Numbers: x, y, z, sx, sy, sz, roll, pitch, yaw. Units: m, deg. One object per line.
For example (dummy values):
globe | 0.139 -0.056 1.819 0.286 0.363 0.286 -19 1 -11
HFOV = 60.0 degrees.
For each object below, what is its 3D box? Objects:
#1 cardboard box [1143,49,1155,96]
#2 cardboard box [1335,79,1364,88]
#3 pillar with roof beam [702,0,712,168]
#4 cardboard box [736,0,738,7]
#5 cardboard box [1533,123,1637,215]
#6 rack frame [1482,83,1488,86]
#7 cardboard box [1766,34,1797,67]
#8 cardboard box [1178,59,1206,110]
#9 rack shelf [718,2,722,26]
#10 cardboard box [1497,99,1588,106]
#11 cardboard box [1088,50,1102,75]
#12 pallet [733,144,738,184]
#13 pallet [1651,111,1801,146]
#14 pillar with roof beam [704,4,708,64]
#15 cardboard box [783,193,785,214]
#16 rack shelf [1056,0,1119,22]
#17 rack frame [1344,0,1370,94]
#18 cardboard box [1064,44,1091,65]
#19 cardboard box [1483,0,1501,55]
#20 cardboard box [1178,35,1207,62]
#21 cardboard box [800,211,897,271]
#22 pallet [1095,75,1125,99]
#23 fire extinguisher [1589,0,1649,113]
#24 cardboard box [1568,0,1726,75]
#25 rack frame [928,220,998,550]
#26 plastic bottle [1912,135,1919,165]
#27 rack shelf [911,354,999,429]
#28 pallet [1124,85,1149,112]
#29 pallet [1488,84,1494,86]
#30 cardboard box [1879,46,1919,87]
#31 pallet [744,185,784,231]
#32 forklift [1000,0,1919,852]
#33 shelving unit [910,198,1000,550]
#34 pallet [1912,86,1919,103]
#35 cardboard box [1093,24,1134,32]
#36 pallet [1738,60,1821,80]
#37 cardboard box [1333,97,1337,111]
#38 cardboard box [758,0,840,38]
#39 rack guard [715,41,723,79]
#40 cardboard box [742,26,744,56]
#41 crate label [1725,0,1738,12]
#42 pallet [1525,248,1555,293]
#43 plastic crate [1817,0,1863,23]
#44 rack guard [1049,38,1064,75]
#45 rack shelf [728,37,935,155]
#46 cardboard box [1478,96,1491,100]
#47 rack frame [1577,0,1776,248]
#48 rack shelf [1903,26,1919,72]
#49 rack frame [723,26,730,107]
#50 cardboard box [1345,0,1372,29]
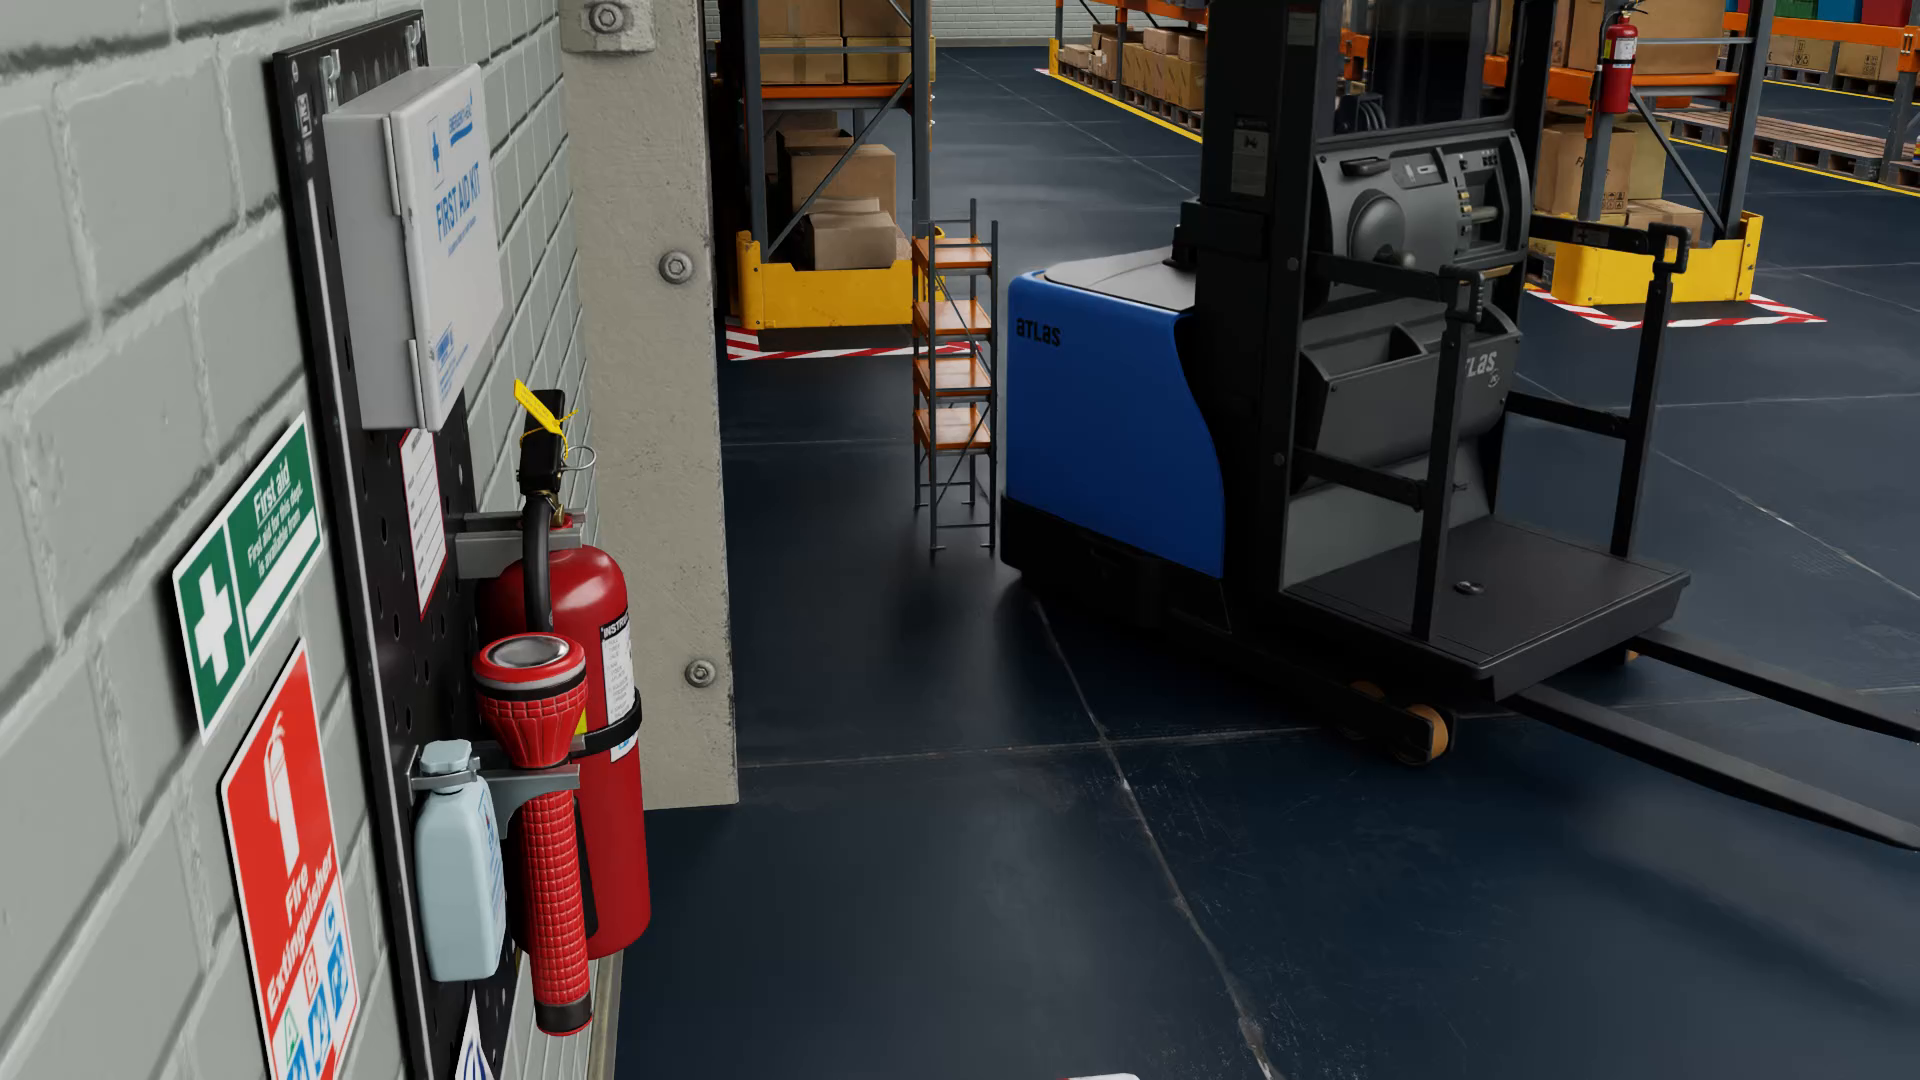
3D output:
cardboard box | 2.482 -5.558 19.753 0.500 0.500 0.500 -3 21 -7
cardboard box | 3.618 -4.149 15.567 0.500 0.311 0.500 -2 21 -6
pillar with roof beam | 1.767 -7.958 14.661 9.100 9.000 0.400 -3 21 -8
cardboard box | -1.386 -4.156 12.171 0.500 0.500 0.500 -3 21 -9
cardboard box | 3.859 -2.336 10.441 0.500 0.500 0.500 -3 21 -8
rack frame | 7.403 -7.309 21.497 1.000 3.000 0.127 -3 21 -8
cardboard box | 12.158 -7.304 23.921 0.875 0.875 0.875 -3 21 -8
cardboard box | 2.710 -5.022 18.319 0.500 0.500 0.500 -2 21 -6
rack shelf | -2.689 -7.164 22.139 1.077 0.370 4.000 -3 21 -8
cardboard box | 4.160 -2.882 11.902 0.500 0.500 0.500 -3 21 -8
cardboard box | 2.030 -6.449 22.410 0.500 0.311 0.500 -3 21 -8
pallet | -1.540 -3.426 15.086 1.003 0.211 1.213 -3 21 -8
pallet | 8.053 -4.347 17.553 1.003 0.211 1.213 -3 21 -8
pillar with roof beam | 0.038 -12.112 25.785 9.100 9.000 0.400 -3 21 -8
cardboard box | -1.037 -2.355 11.680 0.380 0.149 0.250 -5 21 -12
rack shelf | 2.212 -7.415 22.811 1.077 0.370 4.000 -3 21 -8
rack frame | 3.654 -4.290 13.416 1.000 3.000 0.127 -3 21 -8
cardboard box | 1.794 -6.987 23.938 0.500 0.250 0.500 -3 21 -8
cardboard box | 3.950 -3.650 11.559 0.700 0.500 0.500 -2 21 -6
cardboard box | 2.698 -5.393 18.240 0.500 0.250 0.500 -2 21 -6
cardboard box | -0.681 -1.845 10.082 0.500 0.311 0.500 -5 21 -14
pallet | 2.403 -5.991 21.956 1.003 0.211 1.213 -3 21 -8
fire extinguisher | 3.788 -2.805 9.549 0.296 0.674 0.183 -3 21 -8
cardboard box | 4.176 -3.114 10.124 0.700 0.500 0.500 -3 21 -8
rack frame | 0.011 -0.535 5.933 0.240 1.200 0.015 -3 21 -8
plastic bottle | 8.168 -3.334 14.127 0.097 0.271 0.097 0 20 0
rack shelf | -0.024 -0.556 6.183 0.258 0.148 0.480 -3 21 -8
pallet | 2.655 -5.474 20.571 1.003 0.211 1.213 -3 21 -8
pallet | 7.473 -5.733 21.264 1.003 0.211 1.213 -3 21 -8
cardboard box | 12.546 -6.230 21.045 1.225 0.875 0.875 -4 21 -10
pallet | -1.116 -2.502 12.613 1.003 0.211 1.213 -3 21 -8
forklift | 1.463 -0.952 4.577 1.130 2.935 3.031 -16 26 -36
shelving unit | -0.024 -0.619 6.160 0.258 1.200 0.503 -3 21 -8
pallet | 12.669 -5.565 20.815 1.003 0.211 1.213 -3 21 -8
cardboard box | 2.246 -7.304 24.429 0.500 0.500 0.500 -3 21 -8
pallet | 12.093 -6.943 24.503 1.003 0.211 1.213 -3 21 -8
cardboard box | 3.312 -3.587 14.062 0.500 0.311 0.500 -3 21 -8
cardboard box | -0.949 -3.097 9.335 0.500 0.500 0.500 -3 21 -8
rack guard | -2.981 -7.031 24.327 1.175 0.500 0.348 -3 21 -8
cardboard box | -1.168 -3.273 10.878 0.500 0.250 0.500 -3 21 -7
crate label | 7.855 -5.583 16.825 0.502 0.435 0.616 -3 21 -8
pallet | 4.079 -1.862 10.899 1.003 0.211 1.213 -3 21 -8
plastic crate | 8.089 -4.897 15.064 0.392 0.384 0.575 -3 21 -8
rack guard | 1.935 -7.248 24.907 1.175 0.500 0.348 -3 21 -8
rack shelf | -0.959 -3.010 11.015 1.077 0.370 4.000 -3 21 -8
cardboard box | 3.555 -3.027 12.293 0.500 0.500 0.500 -3 21 -8
rack frame | 4.231 -2.905 9.707 1.000 3.000 0.127 -3 21 -8
rack shelf | 8.844 -3.509 12.353 1.077 0.370 4.000 -3 21 -8
rack frame | -2.401 -6.809 20.159 1.000 3.000 0.127 -3 21 -8
cardboard box | 3.540 -4.388 13.892 0.500 0.250 0.500 -2 21 -4
